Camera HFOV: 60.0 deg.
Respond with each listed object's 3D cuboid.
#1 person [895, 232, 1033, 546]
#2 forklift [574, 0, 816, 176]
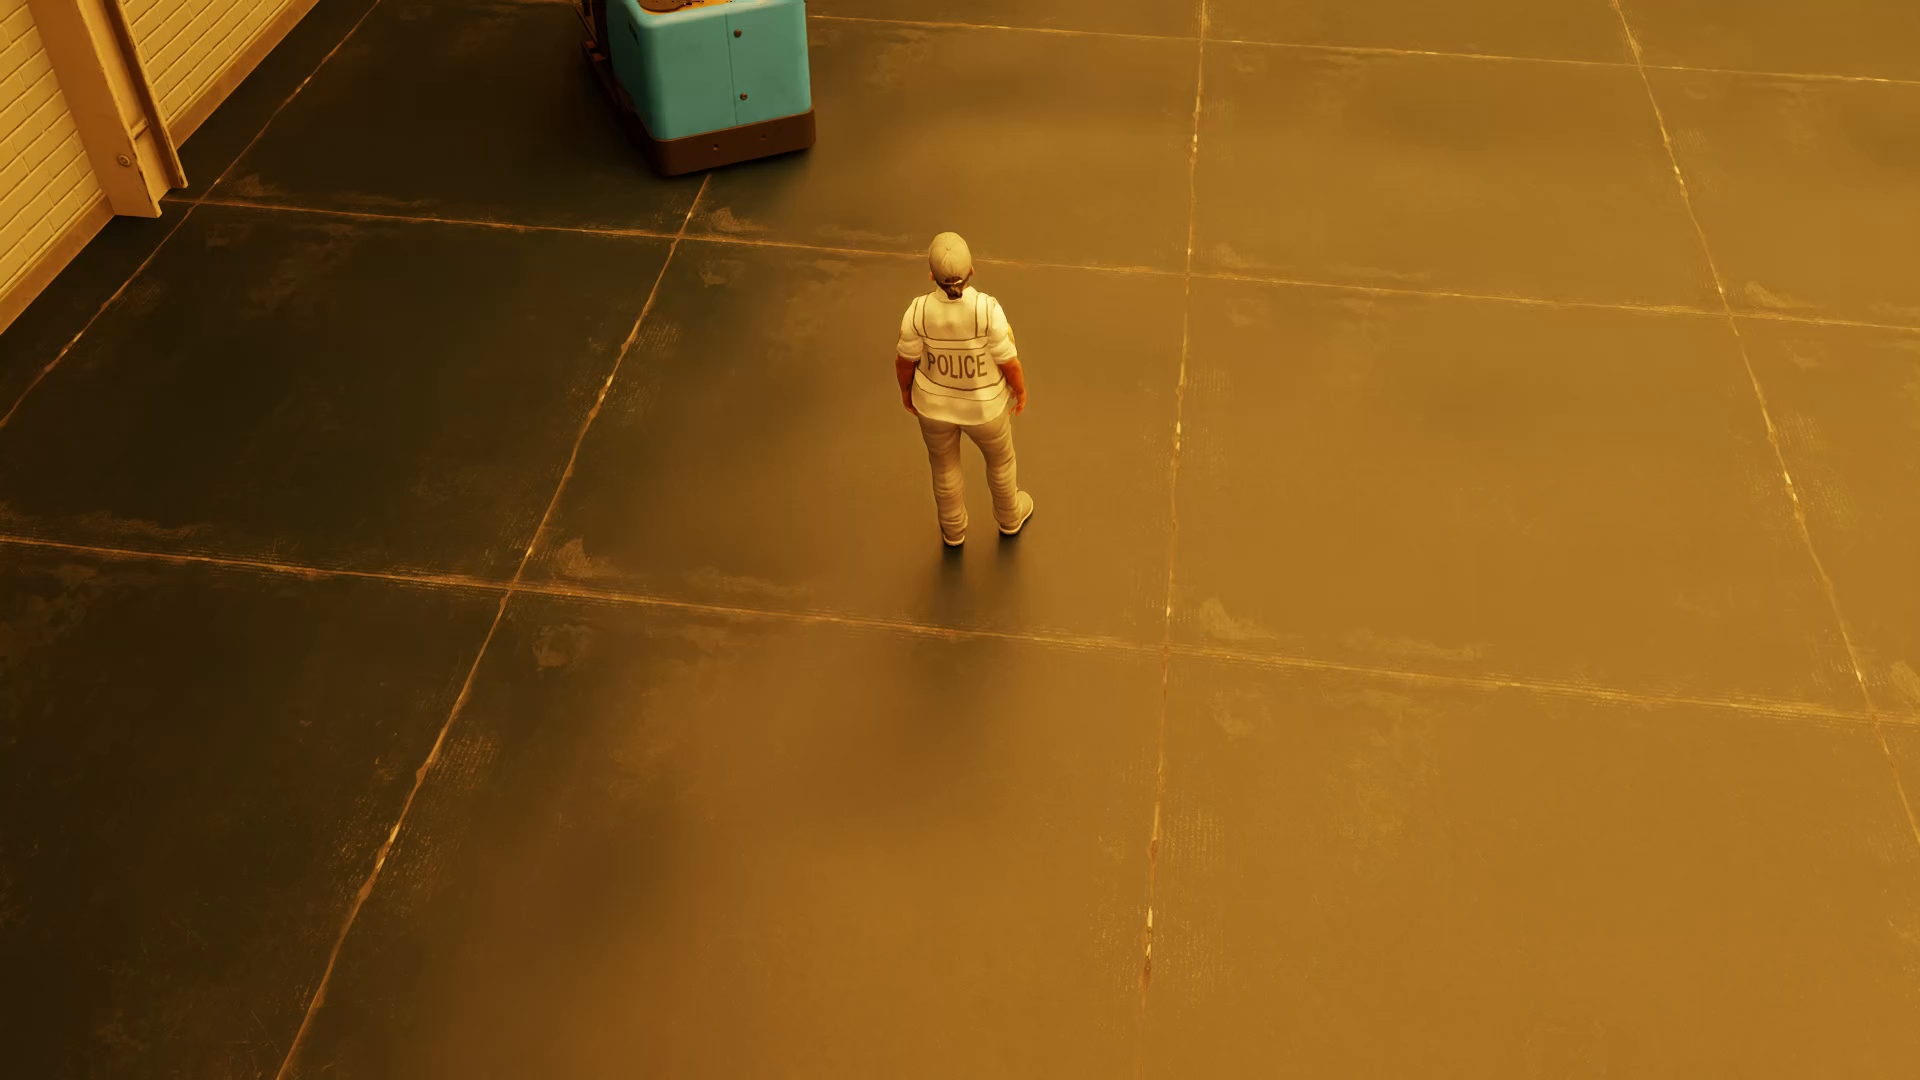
[{"bbox_3d":[0.033,-0.668,7.376,0.598,1.670,0.529,5,43,6],"label":"person"},{"bbox_3d":[-1.954,-4.323,10.431,1.130,2.935,3.031,-16,45,-17],"label":"forklift"}]
